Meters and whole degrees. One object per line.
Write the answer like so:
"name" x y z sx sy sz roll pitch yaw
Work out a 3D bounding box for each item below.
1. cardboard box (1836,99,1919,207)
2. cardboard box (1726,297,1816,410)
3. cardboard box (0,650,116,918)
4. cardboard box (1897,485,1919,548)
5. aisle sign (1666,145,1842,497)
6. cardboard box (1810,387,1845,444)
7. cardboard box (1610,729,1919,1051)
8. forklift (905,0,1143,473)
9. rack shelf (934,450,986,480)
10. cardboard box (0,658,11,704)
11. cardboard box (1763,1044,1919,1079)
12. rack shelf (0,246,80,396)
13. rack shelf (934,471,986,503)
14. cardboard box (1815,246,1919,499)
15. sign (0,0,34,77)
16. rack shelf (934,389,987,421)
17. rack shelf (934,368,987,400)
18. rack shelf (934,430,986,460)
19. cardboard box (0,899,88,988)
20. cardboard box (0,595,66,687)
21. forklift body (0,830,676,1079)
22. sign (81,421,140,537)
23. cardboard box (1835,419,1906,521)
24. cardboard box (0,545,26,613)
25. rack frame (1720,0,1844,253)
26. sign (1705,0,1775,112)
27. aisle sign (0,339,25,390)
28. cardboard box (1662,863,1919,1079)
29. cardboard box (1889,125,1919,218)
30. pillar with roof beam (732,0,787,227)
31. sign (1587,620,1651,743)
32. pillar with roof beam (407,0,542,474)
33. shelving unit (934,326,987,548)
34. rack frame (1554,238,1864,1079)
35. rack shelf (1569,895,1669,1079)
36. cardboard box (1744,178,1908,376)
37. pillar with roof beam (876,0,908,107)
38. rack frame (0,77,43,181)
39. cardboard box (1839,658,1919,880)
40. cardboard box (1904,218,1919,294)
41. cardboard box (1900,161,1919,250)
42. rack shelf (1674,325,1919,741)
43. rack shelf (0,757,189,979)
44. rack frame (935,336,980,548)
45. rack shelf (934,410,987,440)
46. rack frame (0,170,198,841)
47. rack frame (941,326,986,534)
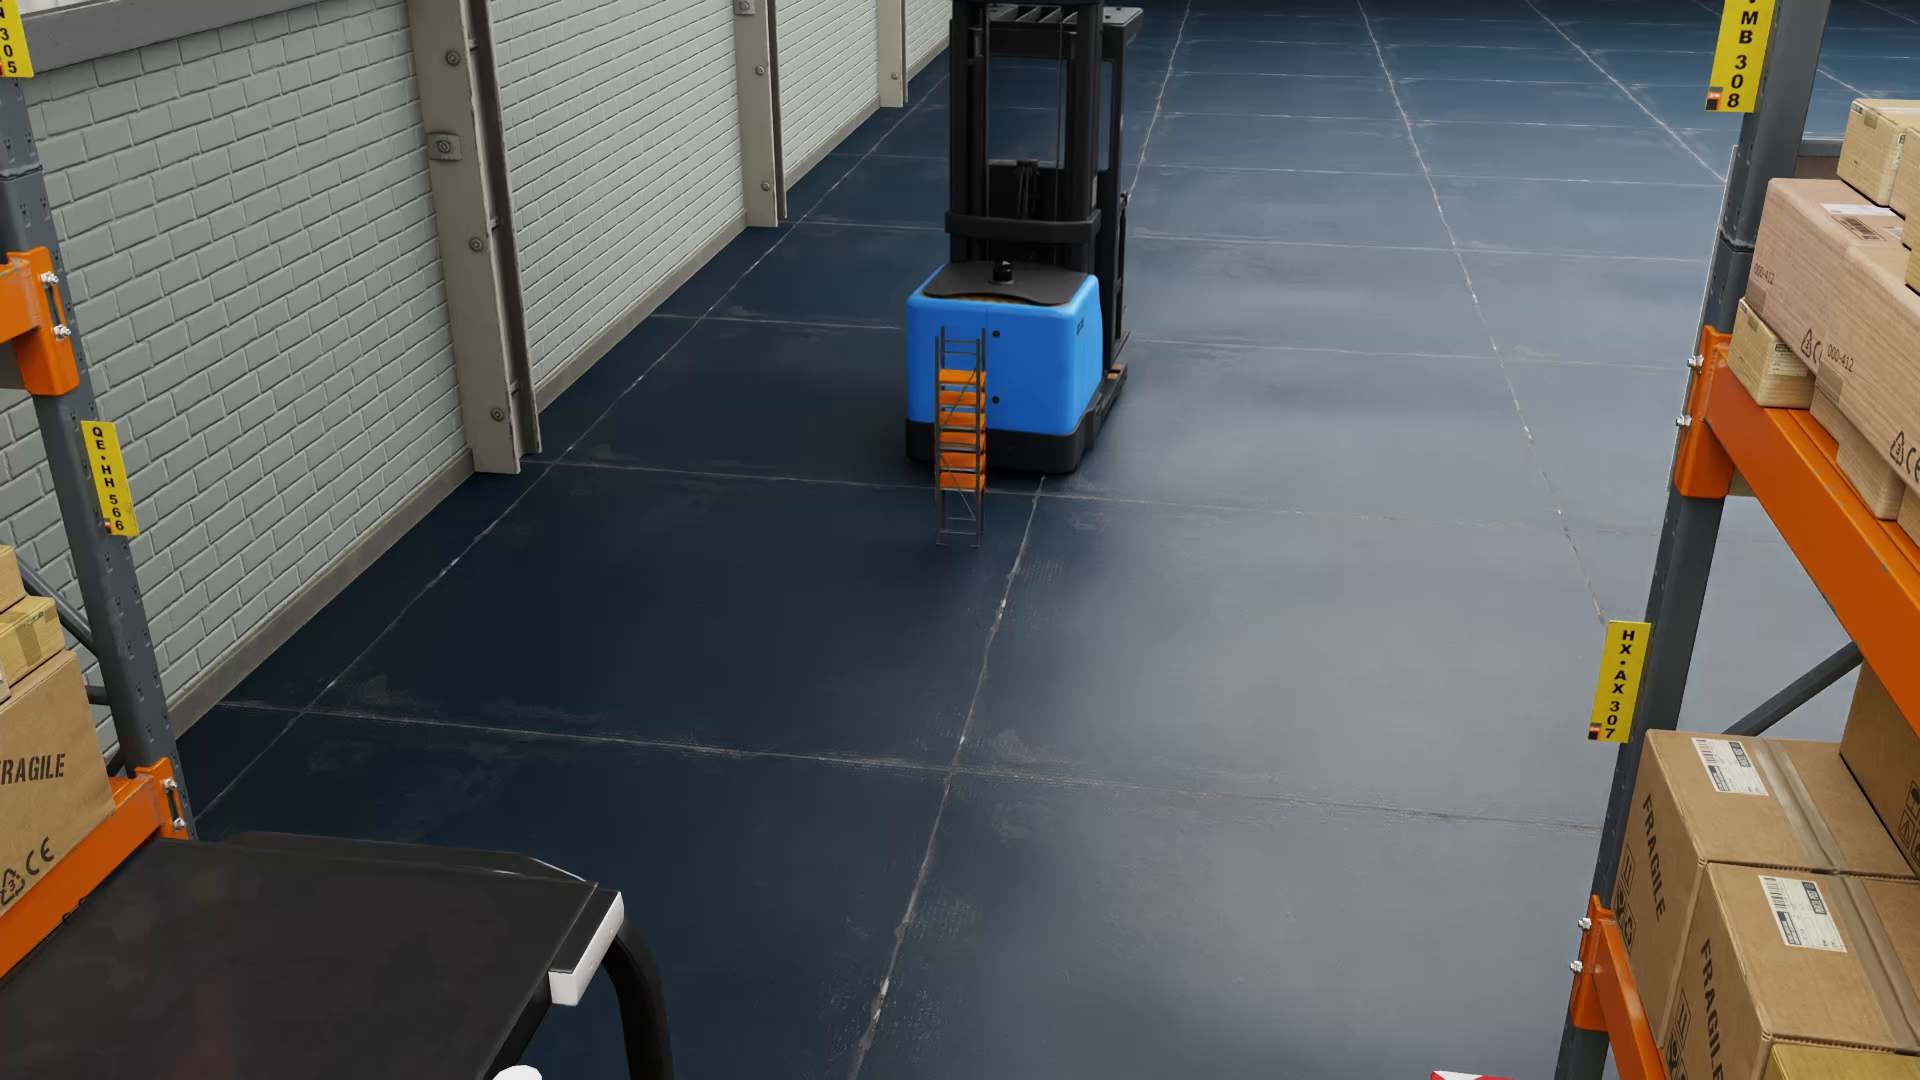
"cardboard box" 1.849 -0.702 3.028 0.380 0.149 0.250 4 25 8
"cardboard box" 1.734 -0.359 3.236 0.380 0.149 0.250 4 25 9
"cardboard box" -2.610 0.606 4.299 0.500 0.500 0.500 3 25 7
"cardboard box" 1.686 -0.029 2.532 0.380 0.149 0.250 4 25 8
"aisle sign" 1.813 -0.455 3.617 0.394 0.787 0.004 4 25 9
"cardboard box" 1.780 -0.243 2.988 0.380 0.149 0.250 3 25 7
"cardboard box" 1.758 0.769 3.601 0.500 0.500 0.500 4 25 8
"forklift" 0.535 -2.329 10.768 1.130 2.935 3.031 6 26 13
"rack shelf" 0.002 -0.401 9.078 0.258 0.103 0.180 4 25 9
"cardboard box" -2.582 0.362 4.056 0.380 0.149 0.250 4 25 9
"cardboard box" 1.594 1.199 2.682 0.500 0.500 0.500 4 25 7
"rack shelf" -3.116 0.231 2.528 1.077 0.370 4.000 4 25 9
"rack shelf" 0.002 -0.292 9.129 0.258 0.103 0.180 4 25 9
"cardboard box" 1.672 -0.254 2.541 0.500 0.250 0.500 4 25 8
"sign" -2.256 -1.253 3.899 0.100 0.325 0.005 4 25 9
"rack shelf" 0.002 -0.727 8.926 0.258 0.103 0.180 4 25 9
"rack shelf" 0.002 -0.835 8.875 0.258 0.103 0.180 4 25 9
"rack shelf" 0.002 -0.509 9.027 0.258 0.103 0.180 4 25 9
"cardboard box" -2.556 1.244 4.623 0.500 0.250 0.500 5 26 10
"cardboard box" -2.569 0.253 4.288 0.380 0.149 0.250 4 25 9
"forklift body" -1.299 1.731 3.014 2.313 2.155 1.214 4 25 9
"sign" -2.256 -0.161 4.410 0.100 0.325 0.005 4 25 9
"cardboard box" 1.703 -0.134 2.756 0.380 0.149 0.250 5 25 10
"cardboard box" -2.639 0.118 4.225 0.380 0.149 0.250 4 25 9
"rack frame" 2.109 -1.947 2.795 1.000 3.000 0.127 4 25 9
"sign" 1.573 -1.022 3.326 0.100 0.325 0.005 4 25 9
"aisle sign" -2.488 -0.757 4.262 0.394 0.787 0.004 4 25 9
"cardboard box" 1.676 0.986 3.137 0.500 0.500 0.500 5 26 10
"cardboard box" 1.824 -0.595 2.800 0.380 0.149 0.250 4 25 8
"pillar with roof beam" 2.416 -6.781 13.123 9.100 9.000 0.400 4 25 9
"sign" 1.573 0.340 3.964 0.100 0.325 0.005 4 25 9
"pillar with roof beam" 1.436 -4.272 7.762 9.100 9.000 0.400 4 25 9
"shelving unit" 0.002 -0.549 9.009 0.258 1.200 0.189 4 25 9
"rack frame" 2.109 0.770 4.067 1.000 3.000 0.127 4 25 9
"rack shelf" 1.782 1.932 2.432 1.077 0.370 4.000 4 25 9
"cardboard box" 1.764 -0.464 2.990 0.500 0.250 0.500 4 25 8
"pillar with roof beam" 3.397 -9.291 18.484 9.100 9.000 0.400 4 25 9
"rack frame" -2.789 -2.290 3.527 1.000 3.000 0.127 4 25 9
"cardboard box" 2.241 0.366 3.282 0.700 0.500 0.500 3 25 7
"cardboard box" 1.608 -0.395 2.373 0.380 0.149 0.250 4 25 8
"cardboard box" 1.722 -0.495 2.586 0.380 0.149 0.250 4 25 8
"rack shelf" 1.782 0.574 1.797 1.077 0.370 4.000 4 25 9
"rack shelf" -3.116 1.590 3.164 1.077 0.370 4.000 4 25 9
"rack frame" -0.013 -0.511 8.927 0.240 1.200 0.006 4 25 9
"rack shelf" 0.002 -0.618 8.977 0.258 0.103 0.180 4 25 9
"rack frame" -2.789 0.428 4.798 1.000 3.000 0.127 4 25 9
"rack frame" 0.017 -0.588 9.090 0.240 1.200 0.006 4 25 9
